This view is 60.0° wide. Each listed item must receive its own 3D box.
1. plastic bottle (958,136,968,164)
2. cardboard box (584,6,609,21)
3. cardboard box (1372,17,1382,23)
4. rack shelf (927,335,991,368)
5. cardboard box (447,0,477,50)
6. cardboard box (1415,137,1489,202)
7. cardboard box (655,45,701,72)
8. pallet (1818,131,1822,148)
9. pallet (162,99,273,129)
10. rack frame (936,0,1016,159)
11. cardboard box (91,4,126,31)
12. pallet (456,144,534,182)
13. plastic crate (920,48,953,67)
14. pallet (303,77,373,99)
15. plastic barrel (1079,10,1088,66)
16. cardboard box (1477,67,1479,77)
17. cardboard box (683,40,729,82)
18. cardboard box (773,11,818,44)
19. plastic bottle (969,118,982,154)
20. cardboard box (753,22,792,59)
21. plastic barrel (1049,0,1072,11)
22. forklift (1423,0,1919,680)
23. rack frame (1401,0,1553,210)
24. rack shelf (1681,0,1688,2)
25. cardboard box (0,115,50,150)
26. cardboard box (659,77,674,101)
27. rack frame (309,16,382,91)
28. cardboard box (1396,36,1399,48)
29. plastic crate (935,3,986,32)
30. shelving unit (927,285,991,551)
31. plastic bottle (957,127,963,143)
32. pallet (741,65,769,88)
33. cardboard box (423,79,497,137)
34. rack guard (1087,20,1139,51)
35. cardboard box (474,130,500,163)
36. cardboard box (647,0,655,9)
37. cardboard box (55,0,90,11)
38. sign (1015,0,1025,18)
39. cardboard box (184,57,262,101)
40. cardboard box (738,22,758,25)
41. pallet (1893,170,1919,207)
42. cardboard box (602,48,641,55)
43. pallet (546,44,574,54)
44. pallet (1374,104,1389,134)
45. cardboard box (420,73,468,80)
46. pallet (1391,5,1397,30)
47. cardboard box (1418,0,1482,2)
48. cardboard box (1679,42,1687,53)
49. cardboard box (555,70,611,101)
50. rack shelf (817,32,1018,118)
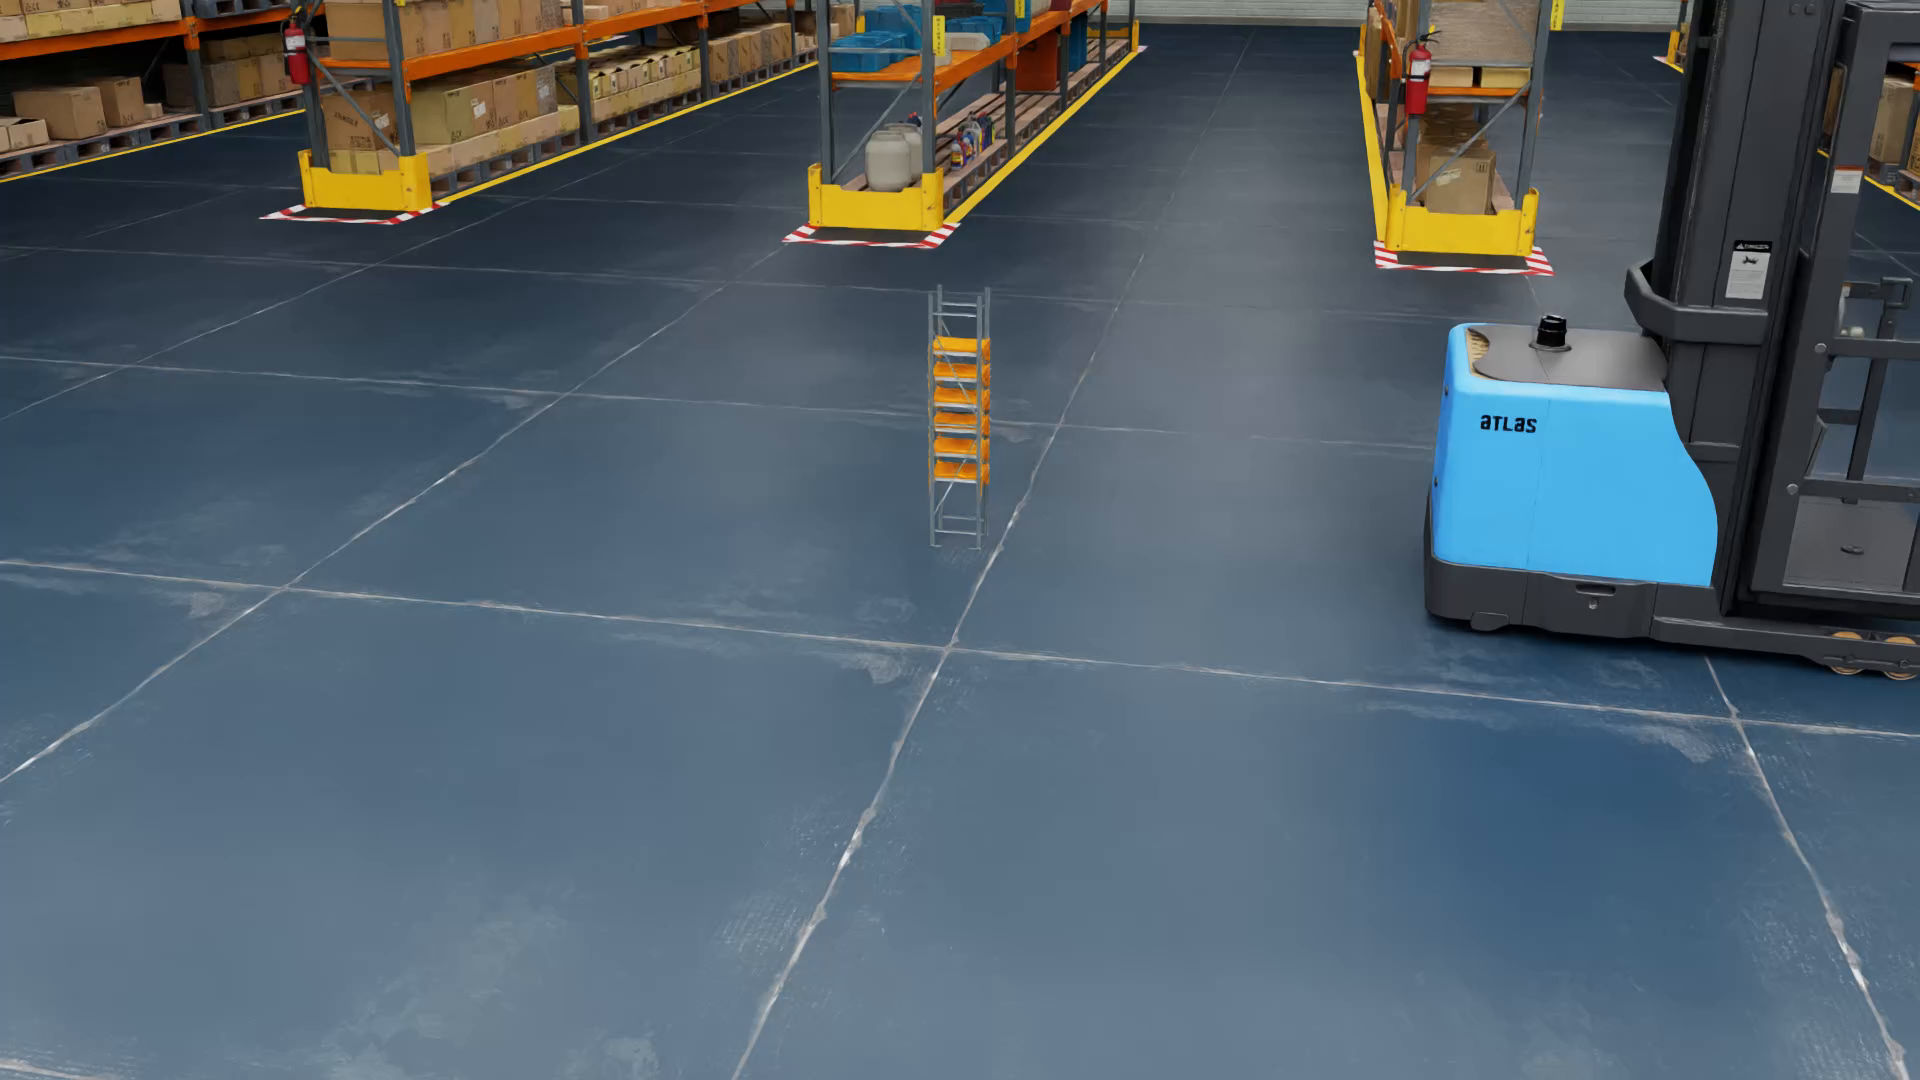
[{"bbox_3d":[0.029,-3.874,16.521,0.097,0.271,0.097,0,22,0],"label":"plastic bottle"},{"bbox_3d":[-4.367,-6.205,19.581,0.380,0.149,0.250,4,22,11],"label":"cardboard box"},{"bbox_3d":[6.116,-6.505,22.271,1.225,0.875,0.875,5,22,11],"label":"cardboard box"},{"bbox_3d":[-0.003,-0.844,7.498,0.258,0.103,0.180,4,22,11],"label":"rack shelf"},{"bbox_3d":[-5.247,-5.140,16.466,0.700,0.500,0.500,5,22,11],"label":"cardboard box"},{"bbox_3d":[4.365,-3.277,14.759,0.500,0.500,0.500,11,24,25],"label":"cardboard box"},{"bbox_3d":[-3.797,-6.445,22.209,0.500,0.311,0.500,5,22,12],"label":"cardboard box"},{"bbox_3d":[10.366,-4.728,19.311,1.003,0.211,1.213,4,22,11],"label":"pallet"},{"bbox_3d":[-9.441,-5.381,20.931,1.003,0.211,1.213,4,22,11],"label":"pallet"},{"bbox_3d":[0.101,-5.634,17.827,1.000,3.000,0.127,4,22,11],"label":"rack frame"},{"bbox_3d":[-9.595,-5.766,18.329,0.500,0.250,0.500,4,22,11],"label":"cardboard box"},{"bbox_3d":[-5.198,-3.984,17.464,1.003,0.211,1.213,4,22,11],"label":"pallet"},{"bbox_3d":[-0.218,-4.351,14.996,0.298,0.136,0.250,4,22,11],"label":"plastic crate"},{"bbox_3d":[-8.943,-6.273,23.146,1.003,0.211,1.213,4,22,11],"label":"pallet"},{"bbox_3d":[1.605,-7.583,24.915,0.600,0.901,0.708,4,22,11],"label":"plastic barrel"},{"bbox_3d":[4.560,-3.943,13.966,0.380,0.149,0.250,4,22,11],"label":"cardboard box"},{"bbox_3d":[-3.559,-6.665,23.145,0.500,0.500,0.500,5,23,13],"label":"cardboard box"},{"bbox_3d":[-2.737,-8.672,28.124,0.797,0.503,0.637,4,22,11],"label":"cardboard box"},{"bbox_3d":[0.146,-4.163,17.133,0.144,0.351,0.185,4,22,11],"label":"plastic bottle"},{"bbox_3d":[-2.935,-7.781,25.915,0.500,0.500,0.500,4,22,11],"label":"cardboard box"},{"bbox_3d":[1.119,-6.967,20.955,0.600,0.536,0.708,4,22,11],"label":"plastic barrel"},{"bbox_3d":[3.523,-1.032,6.492,3.031,2.935,1.130,5,23,13],"label":"forklift"},{"bbox_3d":[4.133,-3.793,13.257,1.000,3.000,0.127,4,22,11],"label":"rack frame"},{"bbox_3d":[11.825,-8.165,25.074,1.077,0.370,4.000,4,22,11],"label":"rack shelf"},{"bbox_3d":[-10.069,-4.338,17.619,0.500,0.311,0.500,6,23,15],"label":"cardboard box"},{"bbox_3d":[-4.007,-5.812,21.387,0.500,0.250,0.500,5,22,12],"label":"cardboard box"},{"bbox_3d":[-8.782,-7.852,23.335,1.000,3.000,0.127,4,22,11],"label":"rack frame"},{"bbox_3d":[4.547,-4.994,16.574,0.380,0.149,0.250,4,22,11],"label":"cardboard box"},{"bbox_3d":[-0.131,-5.423,17.388,0.767,0.338,0.504,4,22,11],"label":"plastic crate"},{"bbox_3d":[-0.003,-0.551,7.616,0.258,1.200,0.189,4,22,11],"label":"shelving unit"},{"bbox_3d":[0.005,-4.081,17.018,0.061,0.283,0.133,4,22,11],"label":"plastic bottle"},{"bbox_3d":[-3.491,-6.897,24.697,1.003,0.211,1.213,4,22,11],"label":"pallet"},{"bbox_3d":[-5.047,-4.363,16.787,0.500,0.500,0.500,4,22,11],"label":"cardboard box"},{"bbox_3d":[2.541,-8.873,29.216,1.175,0.500,0.348,4,22,11],"label":"rack guard"},{"bbox_3d":[-5.036,-4.014,16.925,0.500,0.250,0.500,4,22,11],"label":"cardboard box"},{"bbox_3d":[-4.137,-6.889,21.279,0.380,0.149,0.250,6,23,15],"label":"cardboard box"},{"bbox_3d":[-9.707,-5.924,17.717,0.500,0.500,0.500,5,23,13],"label":"cardboard box"},{"bbox_3d":[0.637,-5.716,17.661,0.100,0.325,0.005,4,22,11],"label":"sign"},{"bbox_3d":[-9.408,-5.897,21.238,0.700,0.500,0.500,4,22,10],"label":"cardboard box"},{"bbox_3d":[-3.453,-7.825,26.025,0.500,0.500,0.500,3,22,8],"label":"cardboard box"},{"bbox_3d":[9.553,-3.276,15.704,1.003,0.211,1.213,4,22,11],"label":"pallet"},{"bbox_3d":[-4.425,-6.293,21.832,0.500,0.311,0.500,4,22,10],"label":"cardboard box"},{"bbox_3d":[-7.487,-8.741,29.275,1.003,0.211,1.213,4,22,11],"label":"pallet"},{"bbox_3d":[5.605,-5.140,20.334,1.003,0.211,1.213,4,22,11],"label":"pallet"},{"bbox_3d":[-5.453,-4.586,17.339,0.500,0.500,0.500,4,22,11],"label":"cardboard box"},{"bbox_3d":[5.402,-5.903,18.753,1.003,0.211,1.213,4,22,11],"label":"pallet"},{"bbox_3d":[4.004,-4.662,13.543,0.500,0.500,0.500,4,22,11],"label":"cardboard box"},{"bbox_3d":[11.813,-7.935,26.795,0.380,0.149,0.250,5,22,12],"label":"cardboard box"},{"bbox_3d":[-4.420,-5.325,19.427,0.500,0.311,0.500,5,22,11],"label":"cardboard box"},{"bbox_3d":[-0.307,-4.569,16.146,1.077,0.370,4.000,4,22,11],"label":"rack shelf"}]
